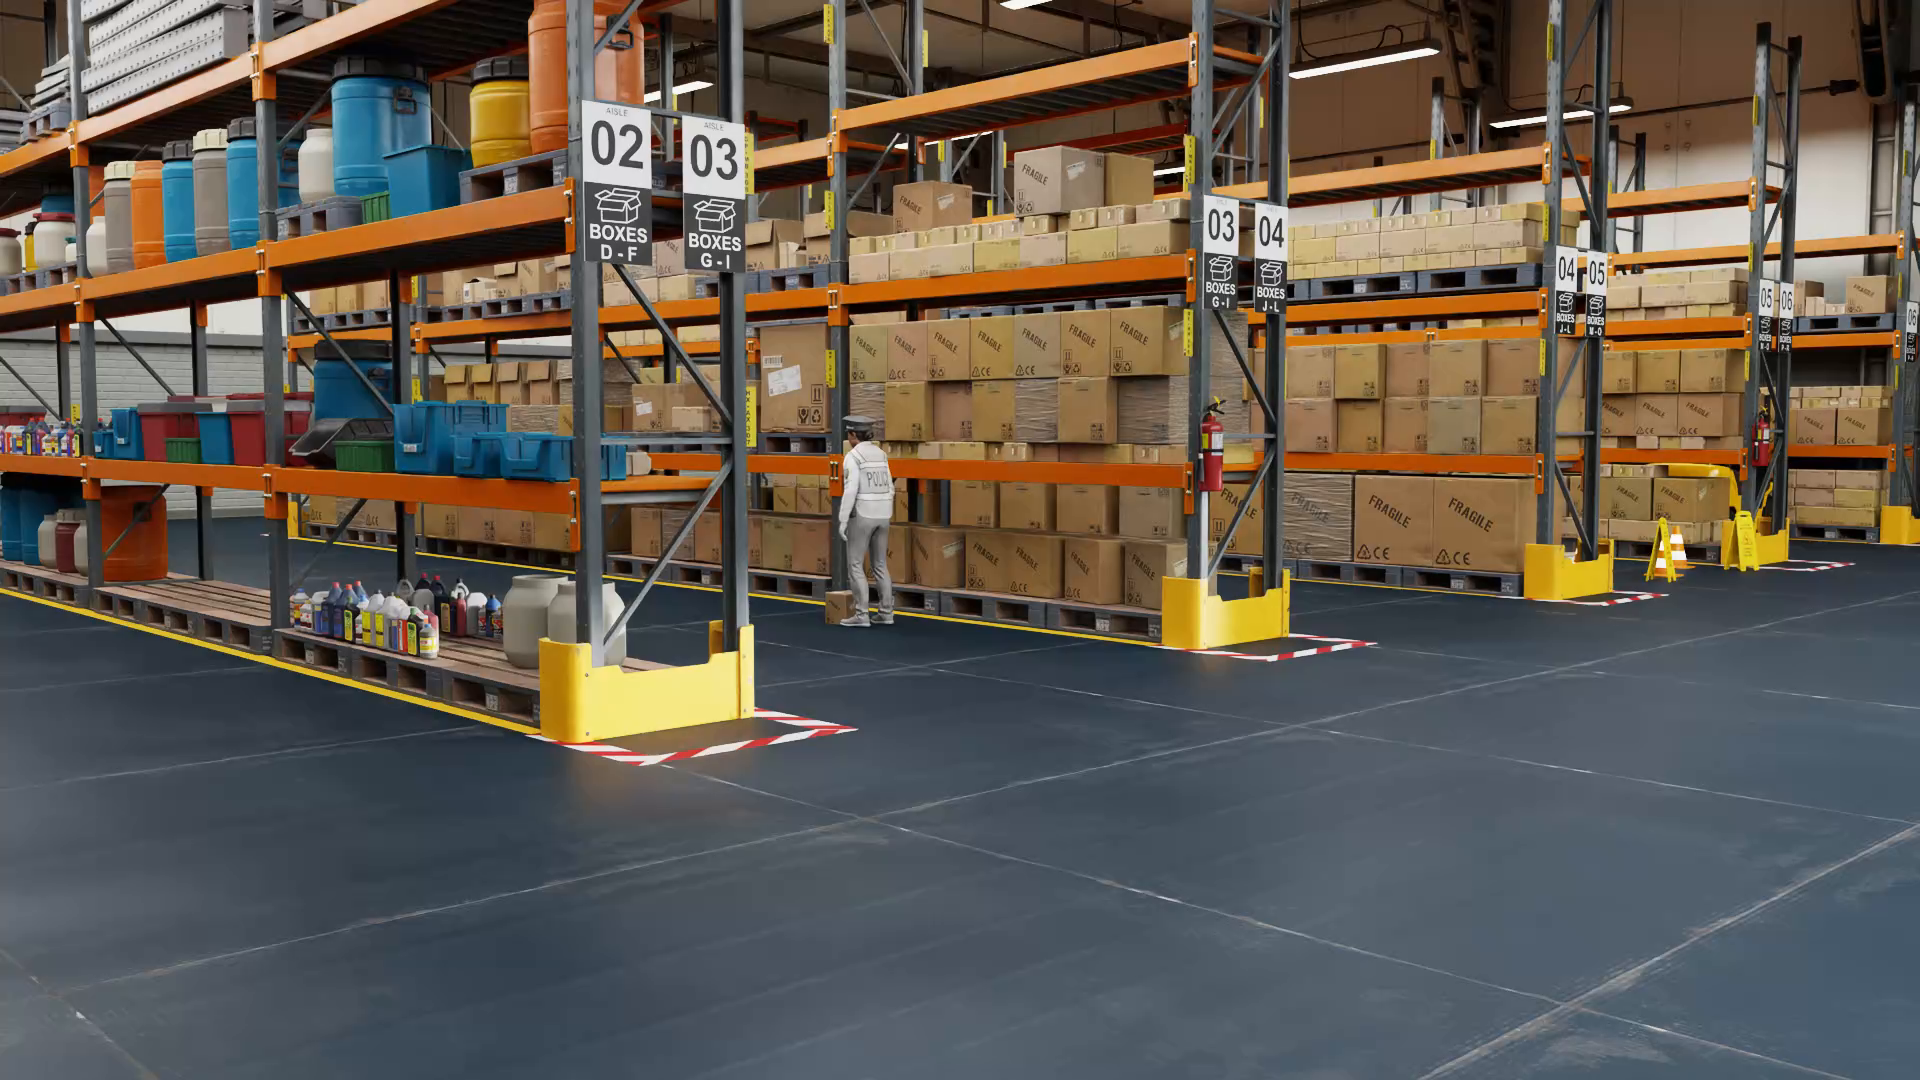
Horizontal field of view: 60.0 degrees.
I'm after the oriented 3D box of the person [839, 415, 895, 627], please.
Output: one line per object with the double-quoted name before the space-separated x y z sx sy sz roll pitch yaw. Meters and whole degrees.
"person" -0.738 -0.149 13.105 0.371 1.666 0.547 4 6 43
